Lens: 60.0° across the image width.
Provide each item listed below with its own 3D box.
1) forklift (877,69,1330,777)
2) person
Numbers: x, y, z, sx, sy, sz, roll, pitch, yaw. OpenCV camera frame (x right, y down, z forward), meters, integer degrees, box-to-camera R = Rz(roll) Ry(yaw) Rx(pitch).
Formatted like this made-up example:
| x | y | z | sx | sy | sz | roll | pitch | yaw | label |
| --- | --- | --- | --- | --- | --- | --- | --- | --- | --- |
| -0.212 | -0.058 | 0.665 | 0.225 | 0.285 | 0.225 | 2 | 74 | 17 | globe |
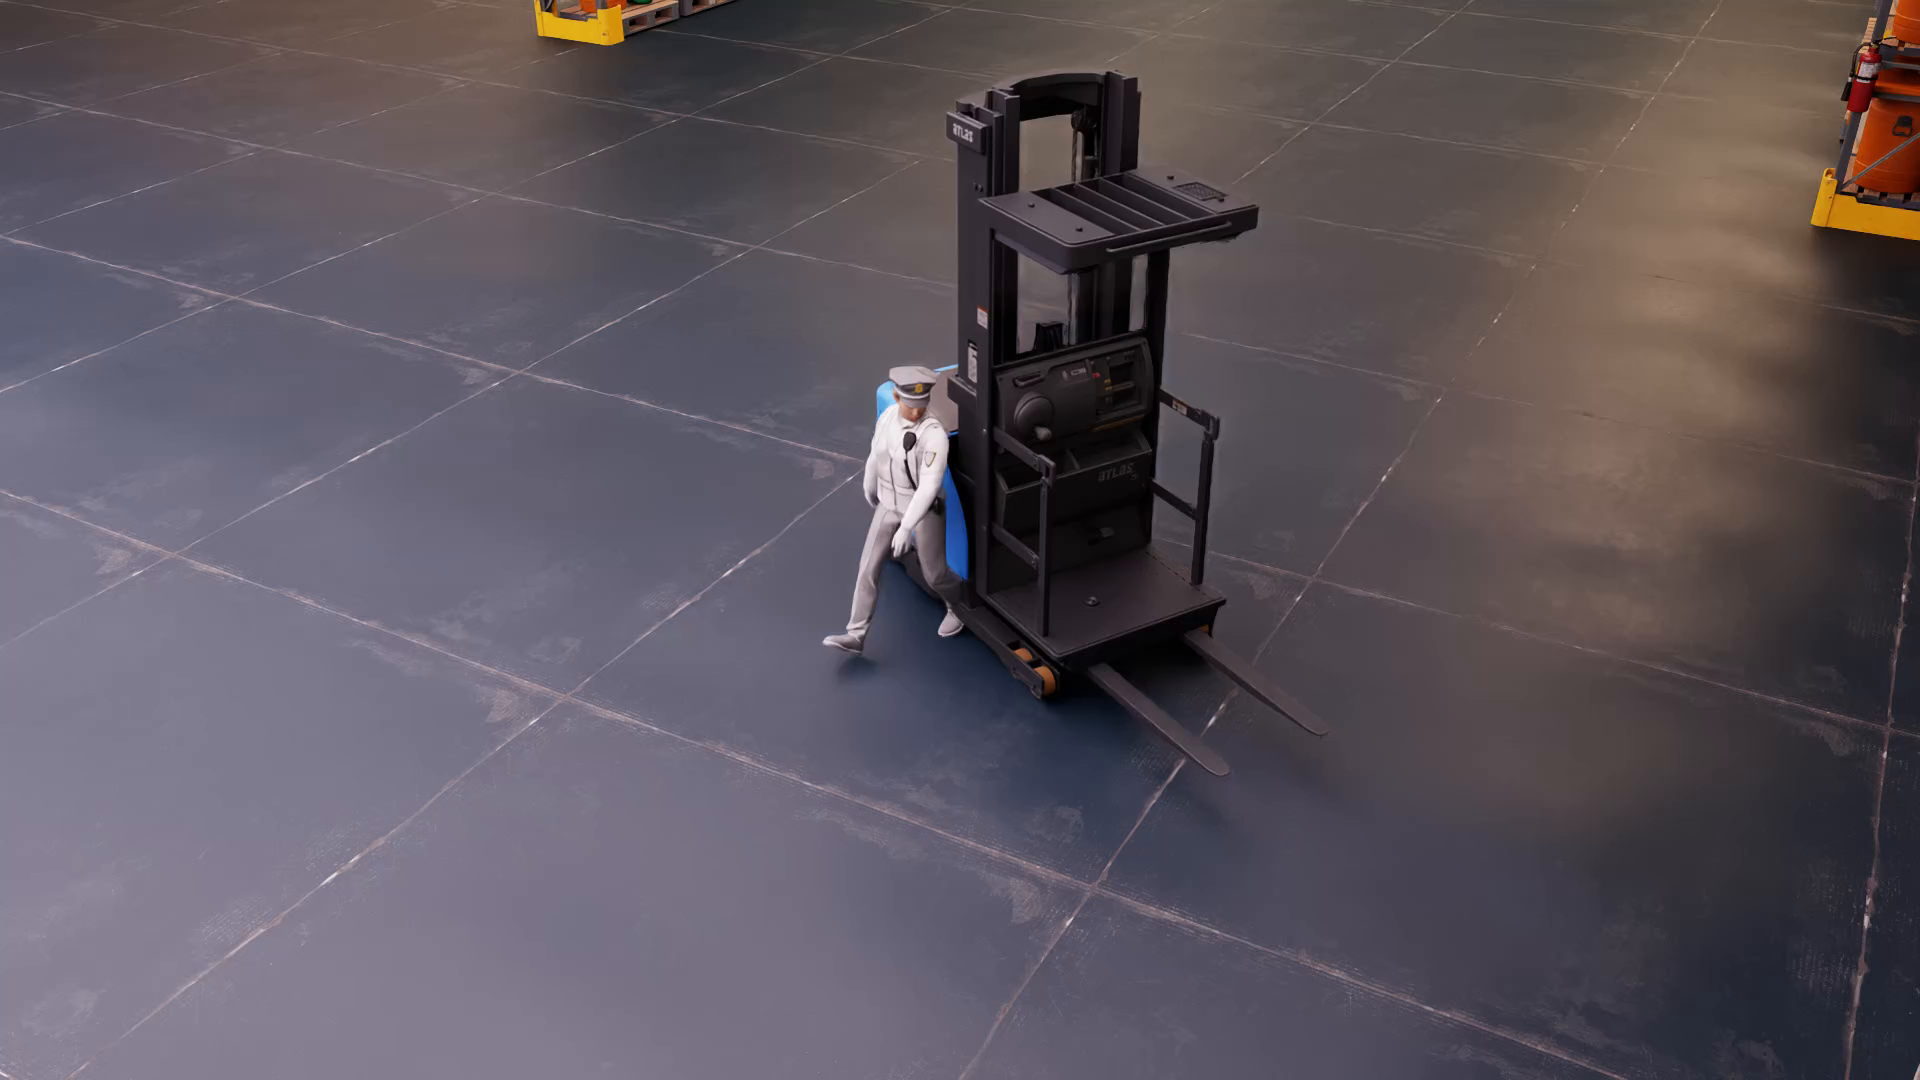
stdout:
| x | y | z | sx | sy | sz | roll | pitch | yaw | label |
| --- | --- | --- | --- | --- | --- | --- | --- | --- | --- |
| 0.704 | -0.718 | 8.315 | 1.130 | 2.935 | 3.031 | -17 | 34 | -27 | forklift |
| -0.343 | -0.141 | 8.654 | 0.625 | 1.607 | 0.904 | 19 | 35 | 30 | person |
